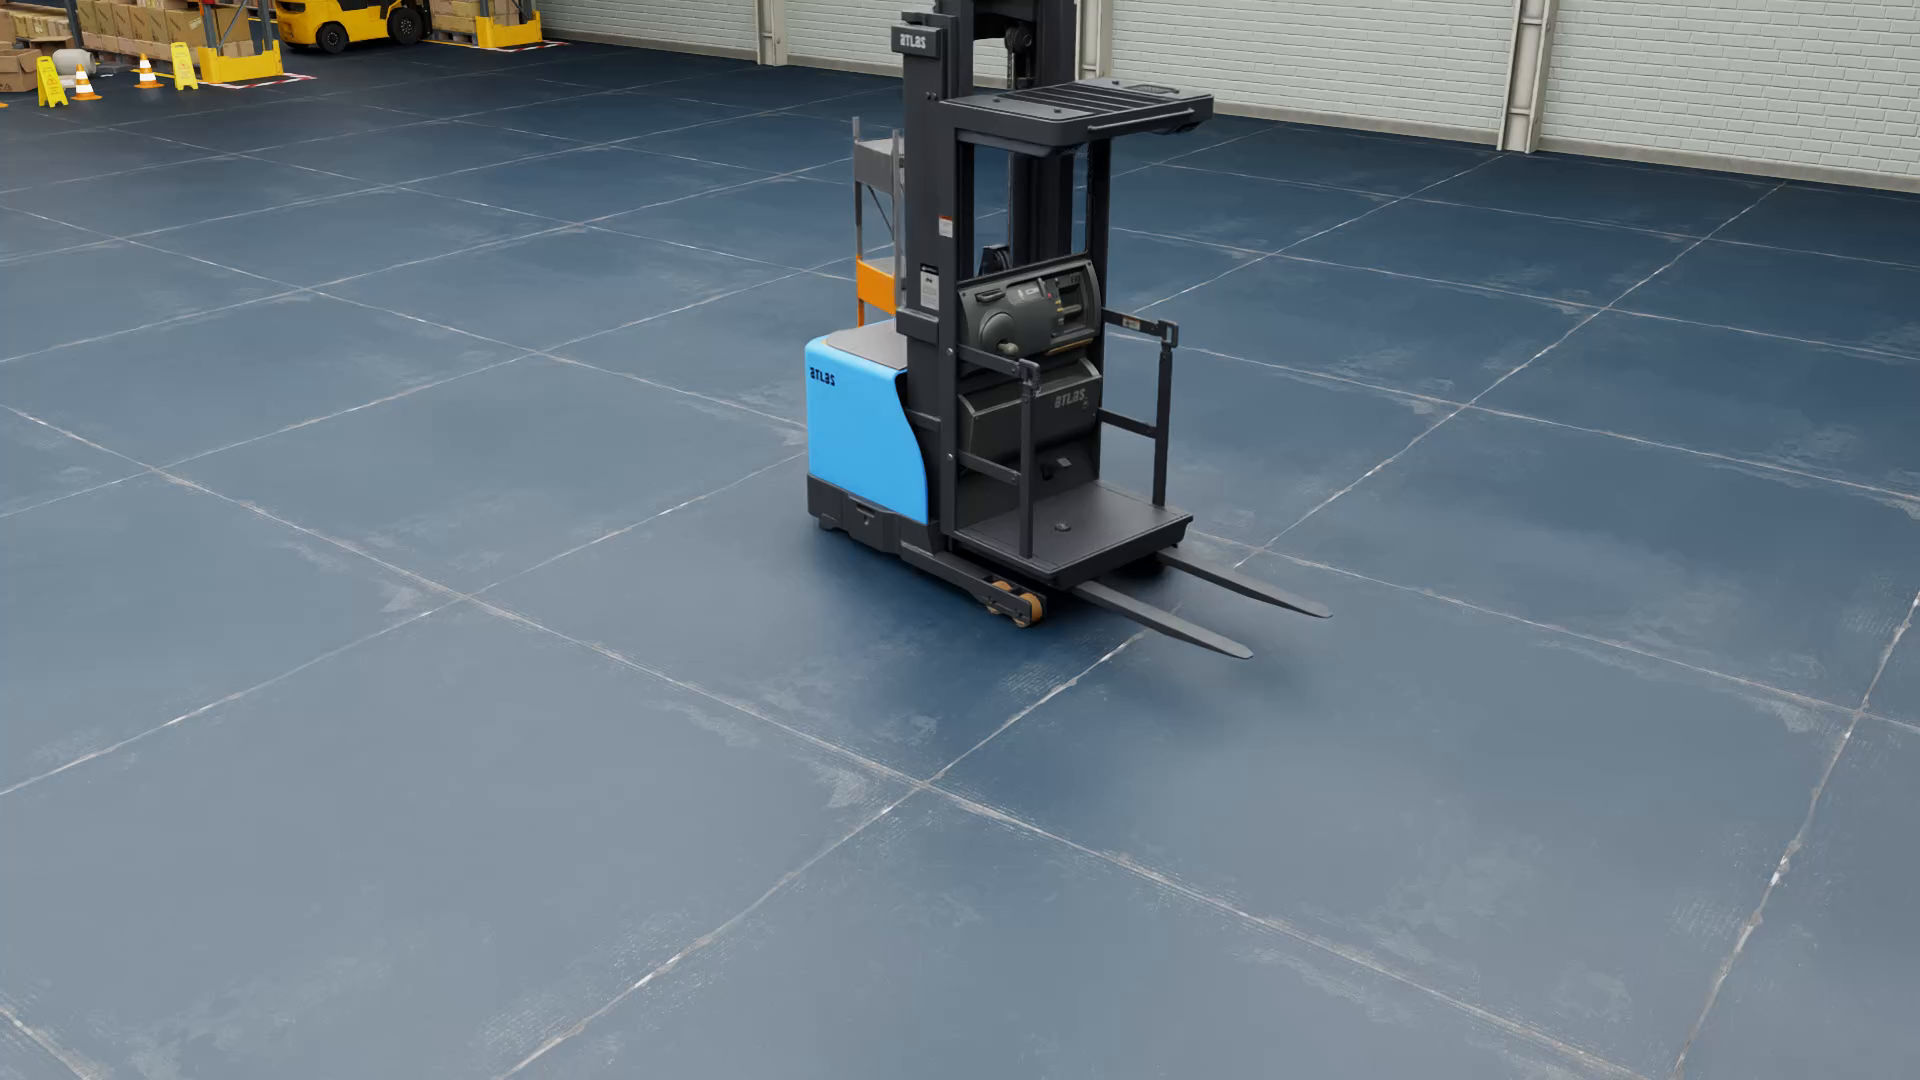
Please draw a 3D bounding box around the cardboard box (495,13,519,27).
[{"bbox_3d":[-8.026,-9.031,28.916,0.500,0.250,0.500,17,29,34],"label":"cardboard box"}]

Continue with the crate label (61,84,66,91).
[{"bbox_3d":[-12.902,-6.421,23.652,0.298,0.136,0.250,3,24,6],"label":"crate label"}]

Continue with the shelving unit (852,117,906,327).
[{"bbox_3d":[-0.319,-1.424,9.878,0.431,2.100,0.503,-13,27,-27],"label":"shelving unit"}]

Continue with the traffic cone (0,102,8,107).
[{"bbox_3d":[-13.185,-6.117,22.560,0.334,0.463,0.336,17,29,33],"label":"traffic cone"}]

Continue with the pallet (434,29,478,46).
[{"bbox_3d":[-8.387,-8.811,28.985,1.213,0.211,1.003,17,29,33],"label":"pallet"}]

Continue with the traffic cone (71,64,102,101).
[{"bbox_3d":[-12.236,-6.400,23.201,0.334,0.463,0.336,17,29,33],"label":"traffic cone"}]

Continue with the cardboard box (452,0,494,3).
[{"bbox_3d":[-8.306,-9.318,28.326,0.500,0.250,0.500,18,29,35],"label":"cardboard box"}]

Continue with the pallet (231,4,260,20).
[{"bbox_3d":[-13.516,-10.362,32.506,1.213,0.211,1.003,17,29,33],"label":"pallet"}]

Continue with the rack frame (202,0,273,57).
[{"bbox_3d":[-10.724,-8.313,24.397,0.127,3.000,1.000,17,29,33],"label":"rack frame"}]

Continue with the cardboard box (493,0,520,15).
[{"bbox_3d":[-8.002,-9.259,28.813,0.500,0.250,0.500,17,29,34],"label":"cardboard box"}]

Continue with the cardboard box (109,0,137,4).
[{"bbox_3d":[-12.921,-8.387,25.720,0.250,0.149,0.380,19,30,36],"label":"cardboard box"}]

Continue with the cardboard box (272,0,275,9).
[{"bbox_3d":[-12.594,-10.482,31.744,0.625,0.625,0.875,15,28,31],"label":"cardboard box"}]

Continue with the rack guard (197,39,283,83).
[{"bbox_3d":[-10.785,-7.188,24.943,0.348,0.500,1.175,17,29,33],"label":"rack guard"}]

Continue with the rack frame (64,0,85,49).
[{"bbox_3d":[-13.925,-9.280,26.593,0.127,3.000,1.000,17,29,33],"label":"rack frame"}]

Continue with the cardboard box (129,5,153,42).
[{"bbox_3d":[-12.341,-7.949,25.531,0.500,0.500,0.500,16,28,32],"label":"cardboard box"}]

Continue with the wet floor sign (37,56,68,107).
[{"bbox_3d":[-12.401,-6.246,22.626,0.232,0.644,0.267,12,26,24],"label":"wet floor sign"}]

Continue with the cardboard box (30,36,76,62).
[{"bbox_3d":[-13.884,-7.439,25.512,0.500,0.500,0.500,-5,24,-12],"label":"cardboard box"}]

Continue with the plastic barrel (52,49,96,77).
[{"bbox_3d":[-13.285,-7.145,24.942,0.512,0.421,0.421,-5,24,-12],"label":"plastic barrel"}]

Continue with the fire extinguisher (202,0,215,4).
[{"bbox_3d":[-10.909,-8.101,24.013,0.183,0.674,0.296,17,29,33],"label":"fire extinguisher"}]

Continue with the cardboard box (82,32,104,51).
[{"bbox_3d":[-13.615,-7.984,26.541,0.500,0.250,0.500,15,28,31],"label":"cardboard box"}]

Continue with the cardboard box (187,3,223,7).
[{"bbox_3d":[-11.644,-8.005,25.657,0.500,0.500,0.500,16,28,31],"label":"cardboard box"}]

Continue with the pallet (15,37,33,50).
[{"bbox_3d":[-15.529,-8.487,28.250,1.213,0.211,1.003,17,29,33],"label":"pallet"}]

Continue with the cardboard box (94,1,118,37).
[{"bbox_3d":[-13.179,-8.202,26.104,0.500,0.500,0.500,18,30,35],"label":"cardboard box"}]

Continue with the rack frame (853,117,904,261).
[{"bbox_3d":[-0.440,-1.510,10.072,0.400,2.100,0.015,-13,27,-27],"label":"rack frame"}]

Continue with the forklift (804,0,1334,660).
[{"bbox_3d":[0.505,-1.142,8.207,1.130,2.935,3.031,-20,31,-38],"label":"forklift"}]

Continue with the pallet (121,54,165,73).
[{"bbox_3d":[-12.386,-7.558,26.143,1.213,0.211,1.003,17,29,33],"label":"pallet"}]

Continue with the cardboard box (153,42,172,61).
[{"bbox_3d":[-11.942,-7.483,25.404,0.500,0.250,0.500,17,29,33],"label":"cardboard box"}]

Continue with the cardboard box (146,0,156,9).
[{"bbox_3d":[-12.055,-8.125,25.126,0.250,0.149,0.380,17,29,34],"label":"cardboard box"}]

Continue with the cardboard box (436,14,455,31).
[{"bbox_3d":[-8.708,-8.984,28.810,0.500,0.250,0.500,17,29,33],"label":"cardboard box"}]

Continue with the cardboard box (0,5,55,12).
[{"bbox_3d":[-16.084,-8.922,28.517,0.625,0.372,0.950,16,28,32],"label":"cardboard box"}]

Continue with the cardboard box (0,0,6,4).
[{"bbox_3d":[-17.629,-9.661,29.572,0.875,0.875,0.875,17,29,33],"label":"cardboard box"}]

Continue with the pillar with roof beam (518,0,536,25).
[{"bbox_3d":[-10.349,-11.731,24.714,0.400,9.000,9.100,17,29,33],"label":"pillar with roof beam"}]

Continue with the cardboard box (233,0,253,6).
[{"bbox_3d":[-13.661,-10.800,32.466,0.625,0.625,0.875,18,29,35],"label":"cardboard box"}]

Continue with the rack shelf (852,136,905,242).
[{"bbox_3d":[-0.319,-2.052,9.602,0.431,0.518,0.480,-13,27,-27],"label":"rack shelf"}]

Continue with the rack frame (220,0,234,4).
[{"bbox_3d":[-14.152,-11.850,32.425,0.127,3.000,1.000,17,29,33],"label":"rack frame"}]

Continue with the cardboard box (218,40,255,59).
[{"bbox_3d":[-11.204,-7.531,25.512,0.500,0.250,0.500,17,29,33],"label":"cardboard box"}]

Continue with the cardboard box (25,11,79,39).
[{"bbox_3d":[-14.923,-8.569,27.716,0.625,0.372,0.950,19,30,36],"label":"cardboard box"}]

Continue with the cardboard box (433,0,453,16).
[{"bbox_3d":[-8.722,-9.220,28.724,0.500,0.250,0.500,16,29,33],"label":"cardboard box"}]

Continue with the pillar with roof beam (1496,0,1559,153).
[{"bbox_3d":[4.055,-7.378,14.835,0.400,9.000,9.100,17,29,33],"label":"pillar with roof beam"}]

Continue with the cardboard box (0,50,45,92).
[{"bbox_3d":[-13.648,-6.779,24.011,0.637,0.503,0.797,-1,24,-3],"label":"cardboard box"}]

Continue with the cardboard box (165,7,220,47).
[{"bbox_3d":[-11.522,-7.700,24.964,0.500,0.500,0.500,17,29,34],"label":"cardboard box"}]

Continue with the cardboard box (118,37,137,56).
[{"bbox_3d":[-12.755,-7.732,25.967,0.500,0.250,0.500,16,29,33],"label":"cardboard box"}]
